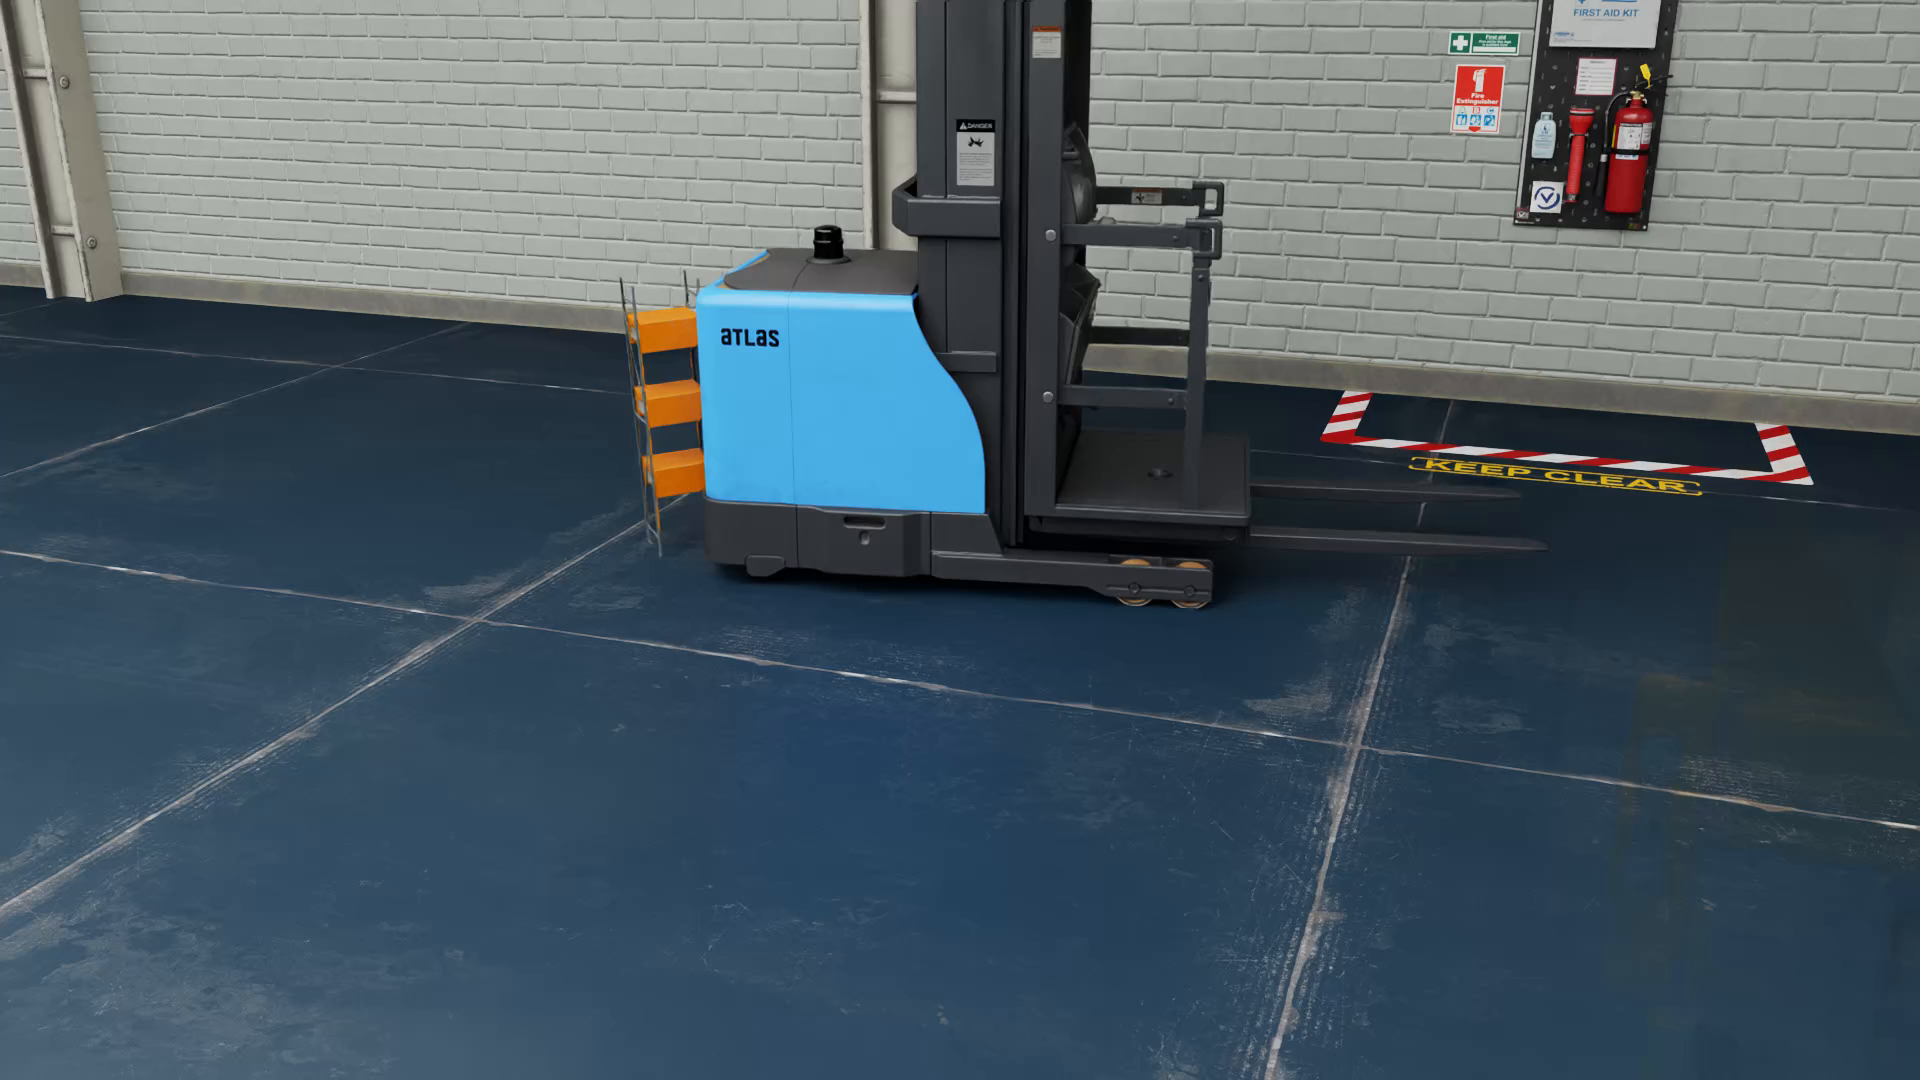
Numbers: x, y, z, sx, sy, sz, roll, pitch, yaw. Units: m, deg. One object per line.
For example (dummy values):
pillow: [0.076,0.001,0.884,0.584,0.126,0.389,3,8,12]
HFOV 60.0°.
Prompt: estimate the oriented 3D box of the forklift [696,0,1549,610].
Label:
forklift: [0.614,-1.326,5.927,3.031,2.935,1.130,3,19,8]

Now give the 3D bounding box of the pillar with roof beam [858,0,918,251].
pillar with roof beam: [-1.714,-3.933,4.189,0.400,9.000,9.100,7,20,18]

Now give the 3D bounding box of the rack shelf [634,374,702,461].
rack shelf: [-1.096,-0.469,6.344,0.240,0.259,0.215,-11,22,-22]

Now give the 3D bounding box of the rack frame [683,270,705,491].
rack frame: [-0.985,-0.500,6.386,0.008,1.050,0.200,-11,22,-22]

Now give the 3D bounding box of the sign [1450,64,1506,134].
sign: [2.556,-2.178,8.214,0.234,0.329,0.001,7,20,18]

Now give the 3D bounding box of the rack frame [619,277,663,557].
rack frame: [-1.207,-0.458,6.295,0.008,1.050,0.200,-11,22,-22]

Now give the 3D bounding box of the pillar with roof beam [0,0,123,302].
pillar with roof beam: [-7.381,-4.581,6.048,0.400,9.000,9.100,7,20,18]

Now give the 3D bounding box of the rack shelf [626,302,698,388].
rack shelf: [-1.106,-0.735,6.246,0.240,0.259,0.215,-11,22,-22]

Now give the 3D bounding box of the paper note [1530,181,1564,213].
paper note: [2.900,-1.694,8.218,0.142,0.148,0.016,7,20,18]

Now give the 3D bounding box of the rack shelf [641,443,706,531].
rack shelf: [-1.085,-0.208,6.440,0.240,0.259,0.215,-11,22,-22]

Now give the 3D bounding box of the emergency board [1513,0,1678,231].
emergency board: [3.045,-2.070,7.957,0.643,1.169,0.194,7,20,18]

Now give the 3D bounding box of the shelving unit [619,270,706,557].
shelving unit: [-1.096,-0.479,6.340,0.252,1.050,0.215,-11,22,-22]

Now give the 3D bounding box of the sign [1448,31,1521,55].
sign: [2.558,-2.425,8.118,0.331,0.109,0.001,7,20,18]
